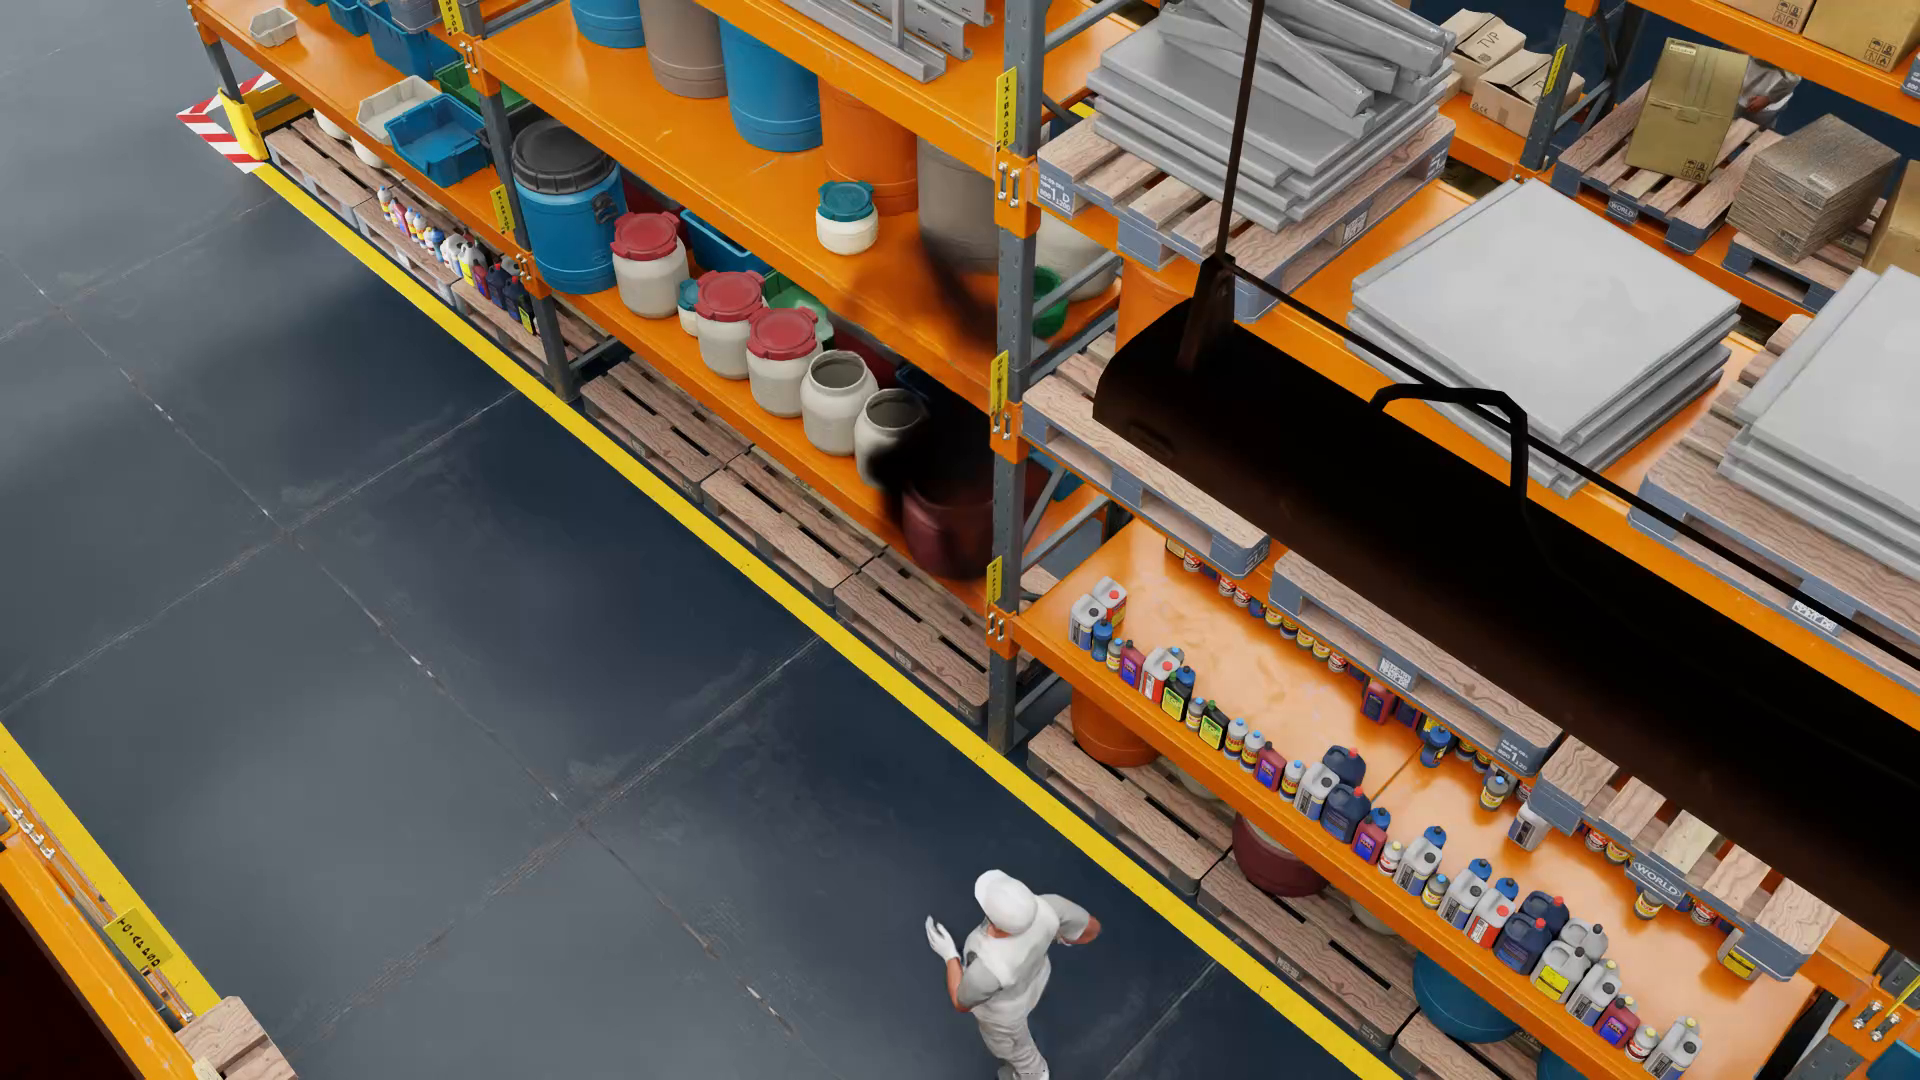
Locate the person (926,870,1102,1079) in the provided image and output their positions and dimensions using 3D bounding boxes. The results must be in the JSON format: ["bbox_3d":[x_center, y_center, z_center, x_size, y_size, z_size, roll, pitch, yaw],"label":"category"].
[{"bbox_3d":[0.170,1.927,7.254,0.695,1.836,0.642,26,55,20],"label":"person"}]

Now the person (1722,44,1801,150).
[{"bbox_3d":[5.751,-3.128,11.869,0.929,1.802,0.617,35,58,26],"label":"person"}]
